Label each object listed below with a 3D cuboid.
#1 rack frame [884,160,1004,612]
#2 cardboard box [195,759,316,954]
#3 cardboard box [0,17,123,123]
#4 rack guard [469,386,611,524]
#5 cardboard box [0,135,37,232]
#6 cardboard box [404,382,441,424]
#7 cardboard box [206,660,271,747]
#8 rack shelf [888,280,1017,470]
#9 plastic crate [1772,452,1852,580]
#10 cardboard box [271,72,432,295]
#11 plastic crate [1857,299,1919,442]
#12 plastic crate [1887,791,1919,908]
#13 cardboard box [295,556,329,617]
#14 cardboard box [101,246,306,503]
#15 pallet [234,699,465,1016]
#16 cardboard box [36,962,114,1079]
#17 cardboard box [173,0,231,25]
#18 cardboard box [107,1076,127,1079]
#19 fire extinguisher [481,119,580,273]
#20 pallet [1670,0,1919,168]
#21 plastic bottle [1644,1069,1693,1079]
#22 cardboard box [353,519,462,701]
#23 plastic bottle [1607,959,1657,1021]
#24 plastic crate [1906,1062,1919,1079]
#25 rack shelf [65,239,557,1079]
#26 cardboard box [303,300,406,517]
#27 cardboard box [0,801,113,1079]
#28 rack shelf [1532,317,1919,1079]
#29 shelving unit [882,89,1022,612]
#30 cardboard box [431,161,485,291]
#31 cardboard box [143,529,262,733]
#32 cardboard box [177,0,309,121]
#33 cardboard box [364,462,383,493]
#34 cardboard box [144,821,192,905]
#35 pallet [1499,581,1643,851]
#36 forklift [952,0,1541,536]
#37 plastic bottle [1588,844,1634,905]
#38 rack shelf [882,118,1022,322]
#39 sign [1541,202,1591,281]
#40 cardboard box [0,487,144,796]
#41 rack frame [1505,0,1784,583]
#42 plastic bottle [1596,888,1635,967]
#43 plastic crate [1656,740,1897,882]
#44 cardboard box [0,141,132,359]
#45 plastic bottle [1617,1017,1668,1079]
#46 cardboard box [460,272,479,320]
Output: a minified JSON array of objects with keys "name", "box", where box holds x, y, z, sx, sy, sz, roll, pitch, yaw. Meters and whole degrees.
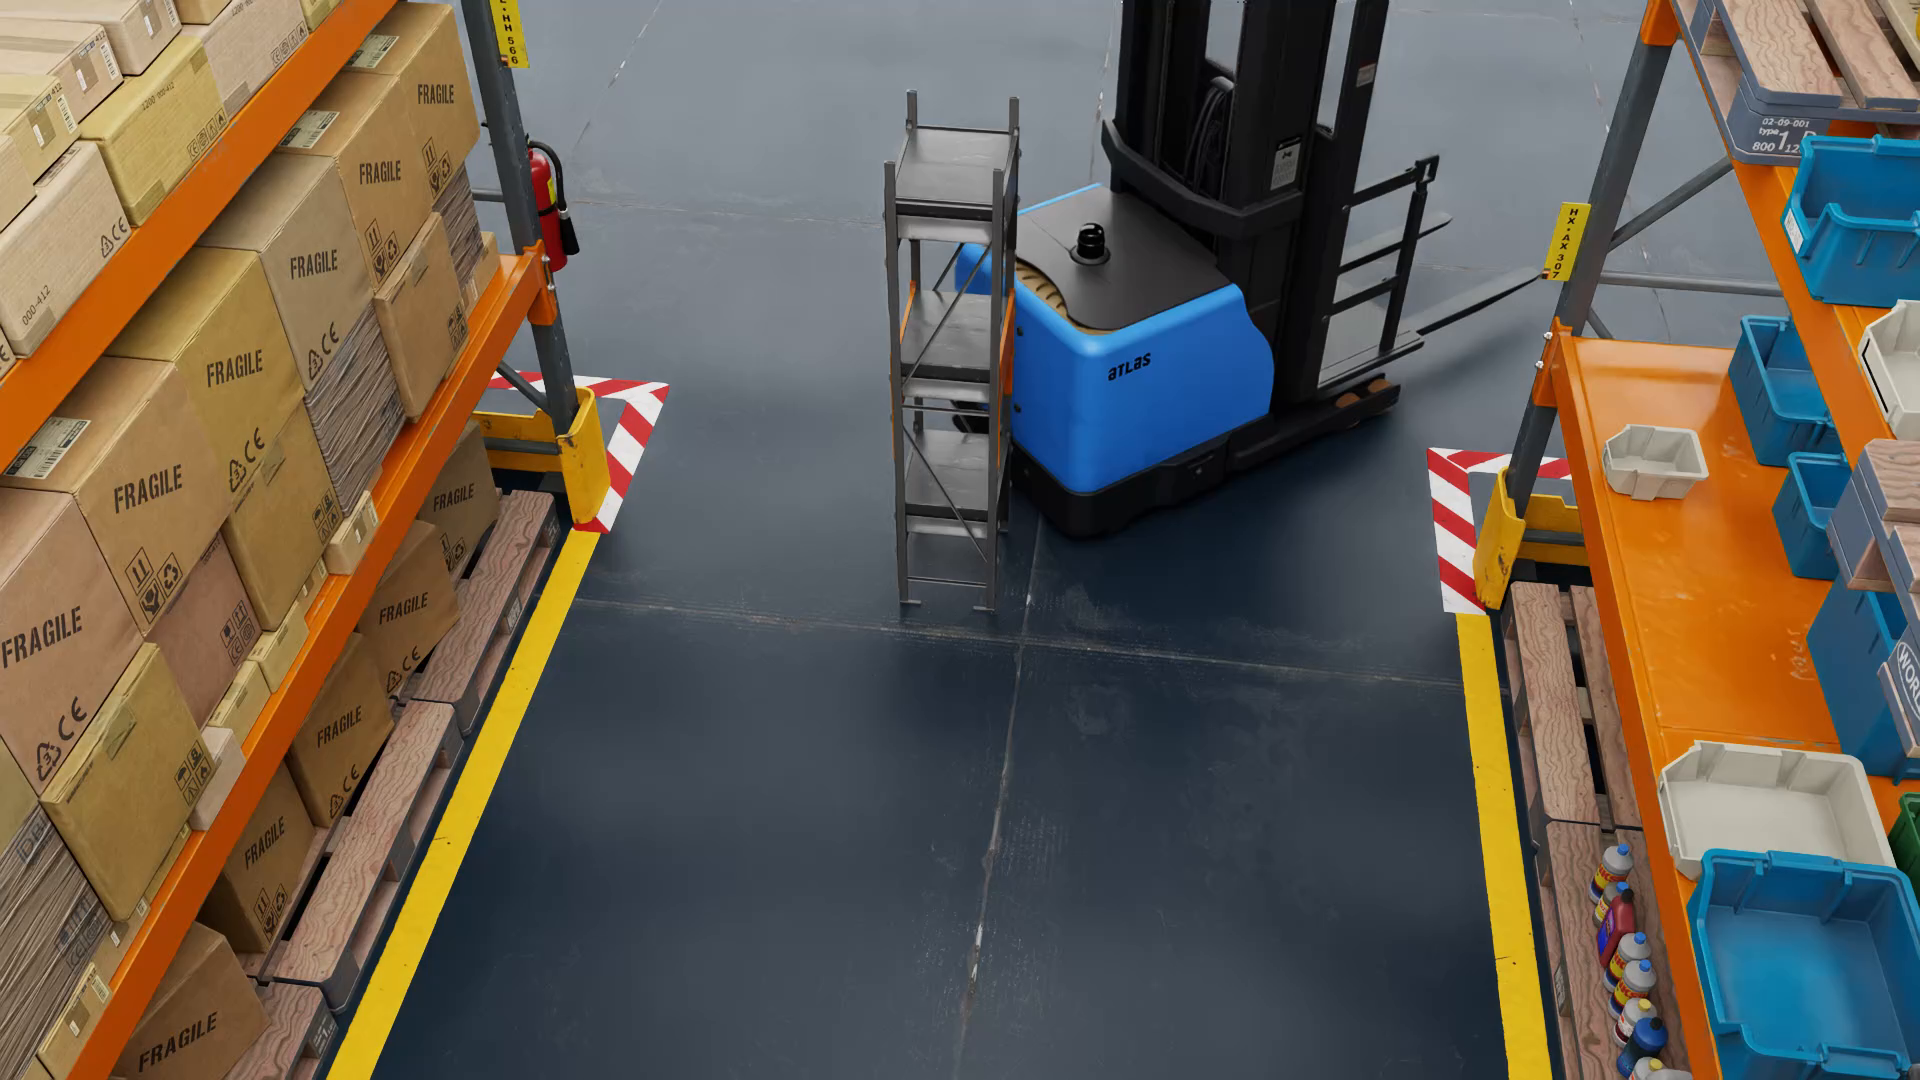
[{"name":"rack frame","box":[-0.054,-0.483,6.255,0.400,2.100,0.015,5,44,6]},{"name":"cardboard box","box":[-2.533,1.015,5.531,0.500,0.500,0.500,2,43,2]},{"name":"cardboard box","box":[-2.214,-1.093,3.883,0.380,0.149,0.250,6,44,7]},{"name":"rack guard","box":[-2.179,-0.416,7.348,1.175,0.500,0.348,5,44,6]},{"name":"cardboard box","box":[-2.214,-0.738,3.507,0.380,0.149,0.250,4,44,5]},{"name":"cardboard box","box":[-2.066,-0.557,5.862,0.380,0.149,0.250,5,44,6]},{"name":"cardboard box","box":[-2.231,0.468,4.779,0.380,0.149,0.250,5,44,6]},{"name":"rack shelf","box":[-0.022,-0.640,6.440,0.431,0.518,0.480,5,44,6]},{"name":"plastic crate","box":[2.879,-0.061,5.263,0.499,0.251,0.408,5,44,6]},{"name":"cardboard box","box":[-2.057,-1.145,5.283,0.500,0.500,0.500,5,44,6]},{"name":"plastic crate","box":[2.023,-0.324,3.442,0.243,0.136,0.396,5,44,6]},{"name":"plastic crate","box":[2.671,0.978,4.212,0.450,0.188,0.662,5,44,6]},{"name":"cardboard box","box":[-2.198,0.124,5.142,0.380,0.149,0.250,5,44,6]},{"name":"cardboard box","box":[-2.200,-0.464,4.564,0.500,0.500,0.500,5,44,6]},{"name":"pallet","box":[-2.486,1.068,5.991,1.003,0.211,1.213,5,44,6]},{"name":"cardboard box","box":[-2.326,1.153,4.055,0.380,0.149,0.250,5,44,6]},{"name":"cardboard box","box":[-2.076,-1.452,4.261,0.380,0.149,0.250,3,44,3]},{"name":"cardboard box","box":[-2.606,1.837,4.664,0.500,0.500,0.500,4,44,4]},{"name":"fire extinguisher","box":[-1.697,-1.384,6.608,0.296,0.674,0.183,5,44,6]},{"name":"pallet","box":[2.534,-1.391,4.516,1.003,0.211,1.213,5,44,6]},{"name":"plastic bottle","box":[2.104,1.703,4.953,0.152,0.276,0.135,6,44,6]},{"name":"cardboard box","box":[-2.314,0.214,6.377,0.500,0.500,0.500,16,46,16]},{"name":"plastic bottle","box":[2.133,1.415,5.261,0.097,0.271,0.097,0,43,0]},{"name":"plastic crate","box":[2.407,1.478,3.575,0.767,0.338,0.504,5,44,6]},{"name":"rack shelf","box":[-2.434,0.249,5.351,1.077,0.370,4.000,5,44,6]},{"name":"cardboard box","box":[-2.325,-0.459,5.286,0.875,0.500,0.500,5,44,6]},{"name":"cardboard box","box":[-2.577,0.905,3.846,0.875,0.500,0.500,5,44,6]},{"name":"rack shelf","box":[2.476,0.699,4.876,1.077,0.370,4.000,5,44,6]},{"name":"shelving unit","box":[-0.022,-0.650,6.431,0.431,2.100,0.503,5,44,6]},{"name":"cardboard box","box":[-2.269,-1.148,6.014,0.875,0.500,0.500,5,44,6]},{"name":"cardboard box","box":[-2.510,0.217,4.572,0.875,0.500,0.500,5,44,6]},{"name":"cardboard box","box":[-2.120,-1.370,4.465,0.500,0.250,0.500,6,44,6]},{"name":"cardboard box","box":[-2.151,-0.218,5.504,0.380,0.149,0.250,5,44,6]},{"name":"cardboard box","box":[-2.296,0.809,4.419,0.380,0.149,0.250,5,44,6]},{"name":"pallet","box":[2.664,0.696,6.383,1.003,0.211,1.213,5,44,6]},{"name":"forklift","box":[1.476,-1.870,7.115,3.031,2.935,1.130,-24,49,-23]},{"name":"plastic bottle","box":[2.192,1.113,5.580,0.097,0.271,0.097,0,43,0]},{"name":"rack shelf","box":[-0.022,-1.148,5.959,0.431,0.518,0.480,5,44,6]},{"name":"sign","box":[2.195,-1.079,6.029,0.100,0.325,0.005,5,44,6]},{"name":"cardboard box","box":[-2.322,0.218,3.844,0.500,0.500,0.500,5,44,6]},{"name":"rack frame","box":[2.740,-0.926,6.068,1.000,3.000,0.127,5,44,6]},{"name":"plastic bottle","box":[2.144,1.261,5.414,0.061,0.283,0.133,6,44,6]},{"name":"plastic crate","box":[2.175,0.767,4.473,0.530,0.136,0.437,5,44,6]},{"name":"cardboard box","box":[-2.244,-0.666,3.722,0.500,0.250,0.500,4,44,4]},{"name":"plastic bottle","box":[2.106,1.553,5.115,0.097,0.271,0.097,0,43,0]},{"name":"cardboard box","box":[-2.036,-0.901,6.225,0.380,0.149,0.250,5,44,6]}]
